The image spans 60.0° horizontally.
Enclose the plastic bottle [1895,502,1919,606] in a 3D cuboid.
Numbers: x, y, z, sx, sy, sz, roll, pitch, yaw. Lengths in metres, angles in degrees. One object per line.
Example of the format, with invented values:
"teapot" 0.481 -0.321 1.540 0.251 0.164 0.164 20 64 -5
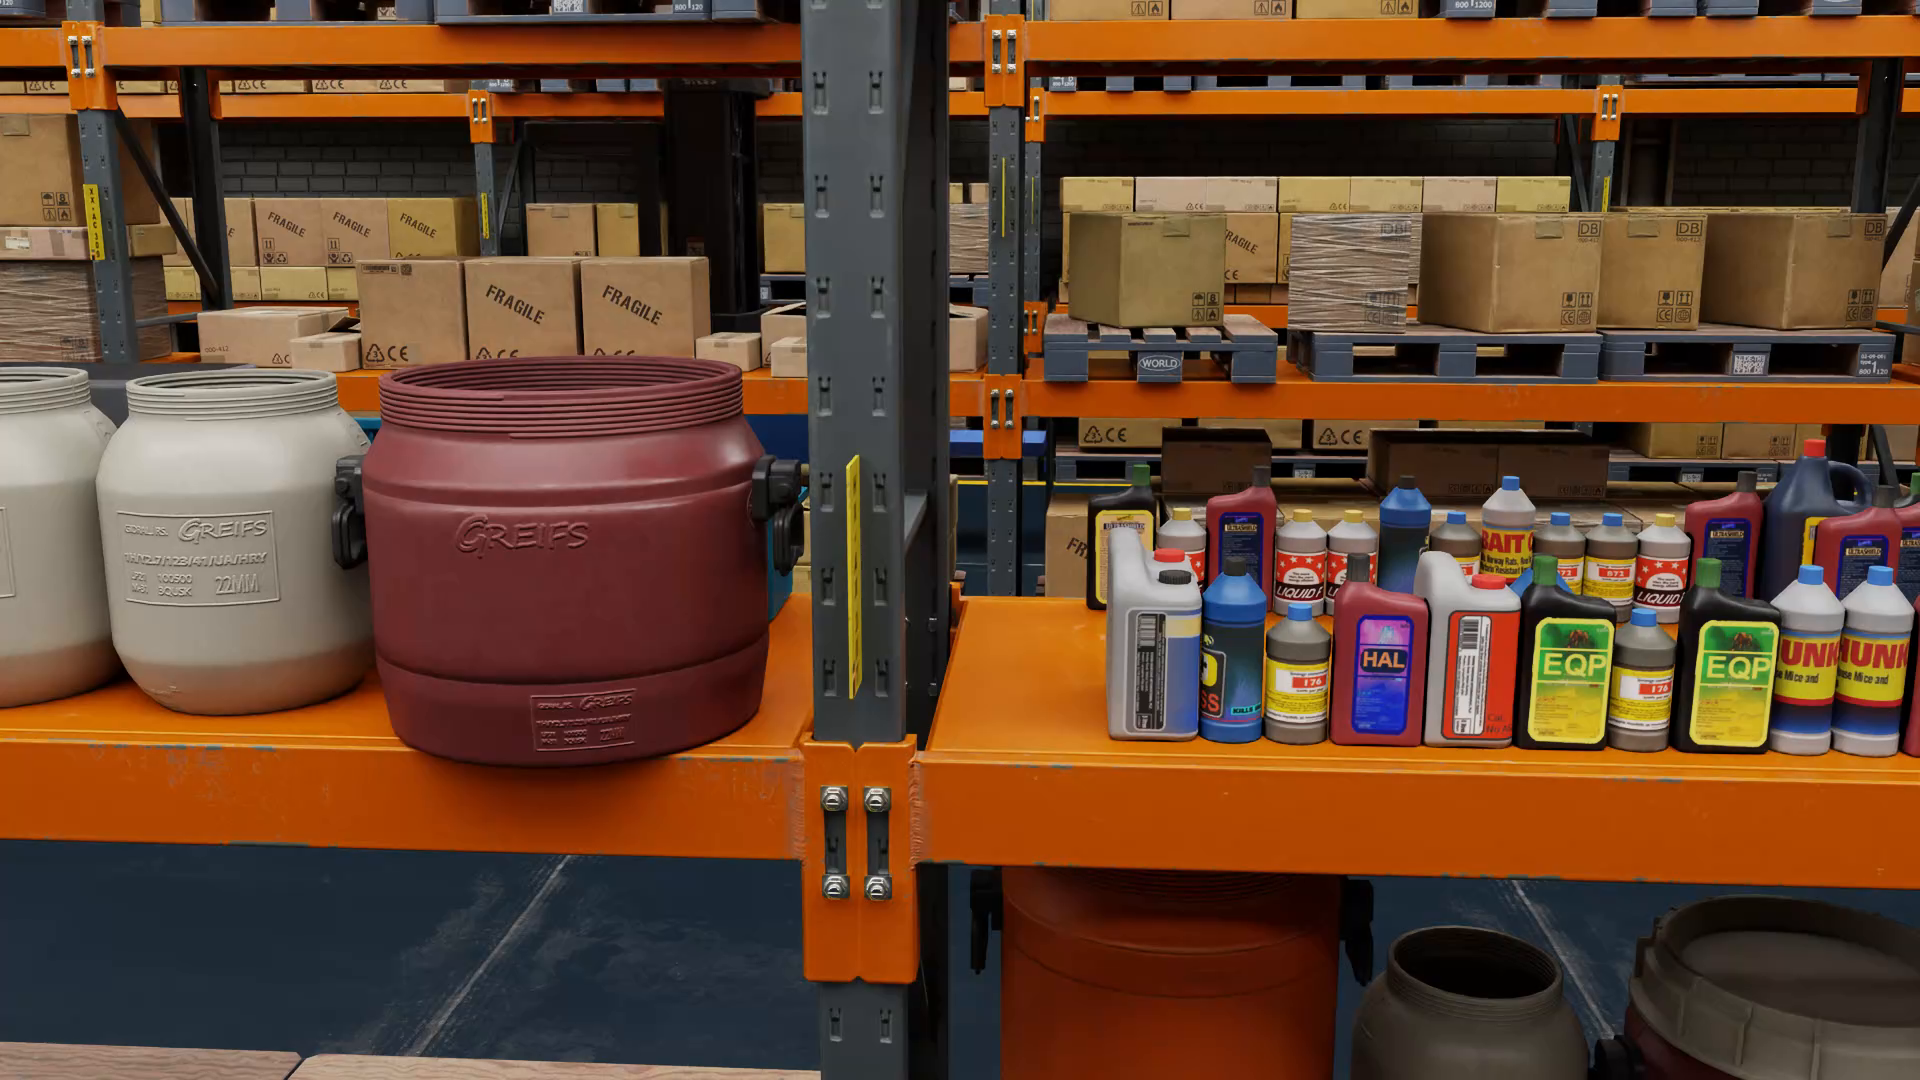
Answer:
"plastic bottle" 1.770 0.026 3.101 0.133 0.283 0.061 1 12 4

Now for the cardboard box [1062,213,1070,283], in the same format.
"cardboard box" 1.013 -2.151 12.205 0.500 0.500 0.500 1 12 5

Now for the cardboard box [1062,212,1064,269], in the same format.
"cardboard box" 1.035 -2.257 12.713 0.500 0.500 0.500 1 12 4

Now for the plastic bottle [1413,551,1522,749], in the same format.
"plastic bottle" 0.756 0.157 2.492 0.135 0.276 0.152 1 12 4

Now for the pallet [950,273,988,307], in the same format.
"pallet" -0.172 -1.900 12.491 1.003 0.211 1.213 1 12 4

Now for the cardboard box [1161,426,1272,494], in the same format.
"cardboard box" 1.224 -0.388 7.994 0.500 0.250 0.500 1 12 6

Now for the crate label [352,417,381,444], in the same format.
"crate label" -1.089 -0.068 3.179 0.616 0.435 0.502 1 12 4

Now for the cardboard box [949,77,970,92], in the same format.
"cardboard box" -0.191 -3.395 12.013 0.500 0.311 0.500 1 12 4

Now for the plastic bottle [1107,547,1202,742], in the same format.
"plastic bottle" 0.294 0.151 2.522 0.135 0.276 0.152 1 12 4

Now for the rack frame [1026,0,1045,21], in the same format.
"rack frame" 0.546 -4.942 11.915 0.127 3.000 1.000 1 12 4

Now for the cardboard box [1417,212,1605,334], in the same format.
"cardboard box" 2.443 -1.205 7.432 0.500 0.500 0.700 -2 12 -11

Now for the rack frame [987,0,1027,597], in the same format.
"rack frame" 0.219 -0.993 7.691 0.127 3.000 1.000 1 12 4

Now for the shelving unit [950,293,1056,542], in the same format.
"shelving unit" 0.040 -0.733 10.107 1.048 1.500 0.538 1 12 5

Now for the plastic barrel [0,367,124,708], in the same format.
"plastic barrel" -1.577 -0.012 2.729 0.421 0.512 0.421 0 12 0

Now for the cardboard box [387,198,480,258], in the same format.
"cardboard box" -3.938 -2.307 12.456 0.500 0.500 0.500 1 12 4

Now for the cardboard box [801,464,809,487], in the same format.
"cardboard box" -0.809 -0.200 8.219 0.500 0.311 0.500 0 12 2

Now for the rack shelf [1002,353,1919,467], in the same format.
"rack shelf" 2.214 -0.614 7.634 4.000 0.370 1.077 1 12 4

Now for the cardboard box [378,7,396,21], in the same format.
"cardboard box" -3.963 -4.028 12.137 0.500 0.500 0.500 0 12 -1

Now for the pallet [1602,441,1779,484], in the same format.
"pallet" 5.290 -0.559 12.427 1.213 0.211 1.003 1 12 4

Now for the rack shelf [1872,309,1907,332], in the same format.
"rack shelf" 6.532 -1.571 12.210 4.000 0.370 1.077 1 12 4

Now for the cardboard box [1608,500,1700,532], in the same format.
"cardboard box" 3.205 0.113 7.433 0.500 0.500 0.500 1 12 4

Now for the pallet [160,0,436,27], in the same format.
"pallet" -2.892 -2.413 7.620 1.217 0.209 0.805 0 12 1

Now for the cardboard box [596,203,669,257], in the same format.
"cardboard box" -2.383 -2.301 12.625 0.500 0.500 0.700 2 12 10

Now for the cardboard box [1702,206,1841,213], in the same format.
"cardboard box" 5.805 -2.076 12.132 0.700 0.700 0.980 0 12 2

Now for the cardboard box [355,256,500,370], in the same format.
"cardboard box" -2.482 -1.076 7.842 0.500 0.500 0.500 2 12 8

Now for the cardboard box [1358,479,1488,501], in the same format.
"cardboard box" 2.208 -0.007 8.008 0.500 0.500 0.500 0 12 2

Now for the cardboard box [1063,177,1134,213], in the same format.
"cardboard box" 1.010 -2.518 12.126 0.500 0.250 0.500 1 12 5

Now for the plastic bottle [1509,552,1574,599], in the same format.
"plastic bottle" 0.874 0.154 2.518 0.097 0.271 0.097 0 12 0

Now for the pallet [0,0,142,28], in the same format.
"pallet" -4.625 -2.479 7.685 1.213 0.211 1.003 1 12 4

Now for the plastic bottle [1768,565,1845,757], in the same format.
"plastic bottle" 1.233 0.172 2.435 0.097 0.271 0.097 0 12 0

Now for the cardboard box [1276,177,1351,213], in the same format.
"cardboard box" 2.527 -2.499 12.038 0.500 0.250 0.500 1 12 3

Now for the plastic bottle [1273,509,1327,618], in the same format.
"plastic bottle" 0.660 0.043 3.224 0.097 0.201 0.097 0 12 0

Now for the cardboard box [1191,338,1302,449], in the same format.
"cardboard box" 2.144 -1.109 12.467 0.750 0.750 0.750 1 12 3

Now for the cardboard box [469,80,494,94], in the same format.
"cardboard box" -3.917 -3.645 12.750 0.500 0.500 0.500 1 12 6

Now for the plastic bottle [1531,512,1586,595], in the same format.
"plastic bottle" 1.146 0.049 3.192 0.097 0.201 0.097 0 12 0

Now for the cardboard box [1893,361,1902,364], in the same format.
"cardboard box" 6.952 -1.237 12.353 0.250 0.149 0.380 1 12 5

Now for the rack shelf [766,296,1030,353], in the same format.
"rack shelf" -1.450 -1.681 12.734 4.000 0.370 1.077 1 12 4

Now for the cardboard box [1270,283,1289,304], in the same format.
"cardboard box" 2.390 -1.822 12.215 0.250 0.149 0.380 1 12 4

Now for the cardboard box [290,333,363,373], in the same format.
"cardboard box" -2.902 -0.871 7.721 0.250 0.149 0.380 1 12 4

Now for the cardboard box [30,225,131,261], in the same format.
"cardboard box" -4.058 -1.375 7.685 0.250 0.149 0.380 1 12 4

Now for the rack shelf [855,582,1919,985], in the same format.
"rack shelf" 1.879 0.398 2.797 4.000 0.370 1.077 1 12 4

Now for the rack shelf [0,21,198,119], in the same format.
"rack shelf" -5.768 -2.192 7.850 4.000 0.370 1.077 1 12 4

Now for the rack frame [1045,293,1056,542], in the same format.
"rack frame" 0.546 -0.724 10.064 0.032 1.500 0.500 1 12 5

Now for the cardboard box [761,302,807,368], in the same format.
"cardboard box" -0.661 -1.002 7.948 0.500 0.311 0.500 1 12 3

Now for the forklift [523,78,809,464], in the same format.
"forklift" -2.001 -1.481 10.189 3.031 2.935 1.130 1 12 5

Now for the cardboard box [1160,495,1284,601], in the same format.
"cardboard box" 1.176 0.085 7.564 0.500 0.500 0.500 0 12 2

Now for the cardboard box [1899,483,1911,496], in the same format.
"cardboard box" 4.797 0.019 7.880 0.500 0.500 0.500 1 12 4

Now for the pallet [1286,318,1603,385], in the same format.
"pallet" 2.159 -0.874 7.588 1.213 0.211 1.003 1 12 4

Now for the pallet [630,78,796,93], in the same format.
"pallet" -1.801 -3.393 12.294 1.003 0.211 1.213 1 12 4

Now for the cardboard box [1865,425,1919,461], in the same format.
"cardboard box" 6.822 -0.881 12.232 0.500 0.500 0.700 0 12 2

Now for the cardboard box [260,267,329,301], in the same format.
"cardboard box" -4.937 -1.953 12.598 0.500 0.250 0.500 1 12 3

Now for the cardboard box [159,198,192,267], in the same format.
"cardboard box" -5.972 -2.333 12.582 0.500 0.500 0.500 0 12 2

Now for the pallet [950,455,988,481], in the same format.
"pallet" -0.234 -0.652 12.867 1.213 0.211 1.003 1 12 4

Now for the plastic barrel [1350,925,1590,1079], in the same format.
"plastic barrel" 0.942 1.023 3.100 0.421 0.512 0.421 0 12 0

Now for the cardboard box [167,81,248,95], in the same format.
"cardboard box" -5.532 -3.562 12.353 0.500 0.500 0.500 2 12 7
